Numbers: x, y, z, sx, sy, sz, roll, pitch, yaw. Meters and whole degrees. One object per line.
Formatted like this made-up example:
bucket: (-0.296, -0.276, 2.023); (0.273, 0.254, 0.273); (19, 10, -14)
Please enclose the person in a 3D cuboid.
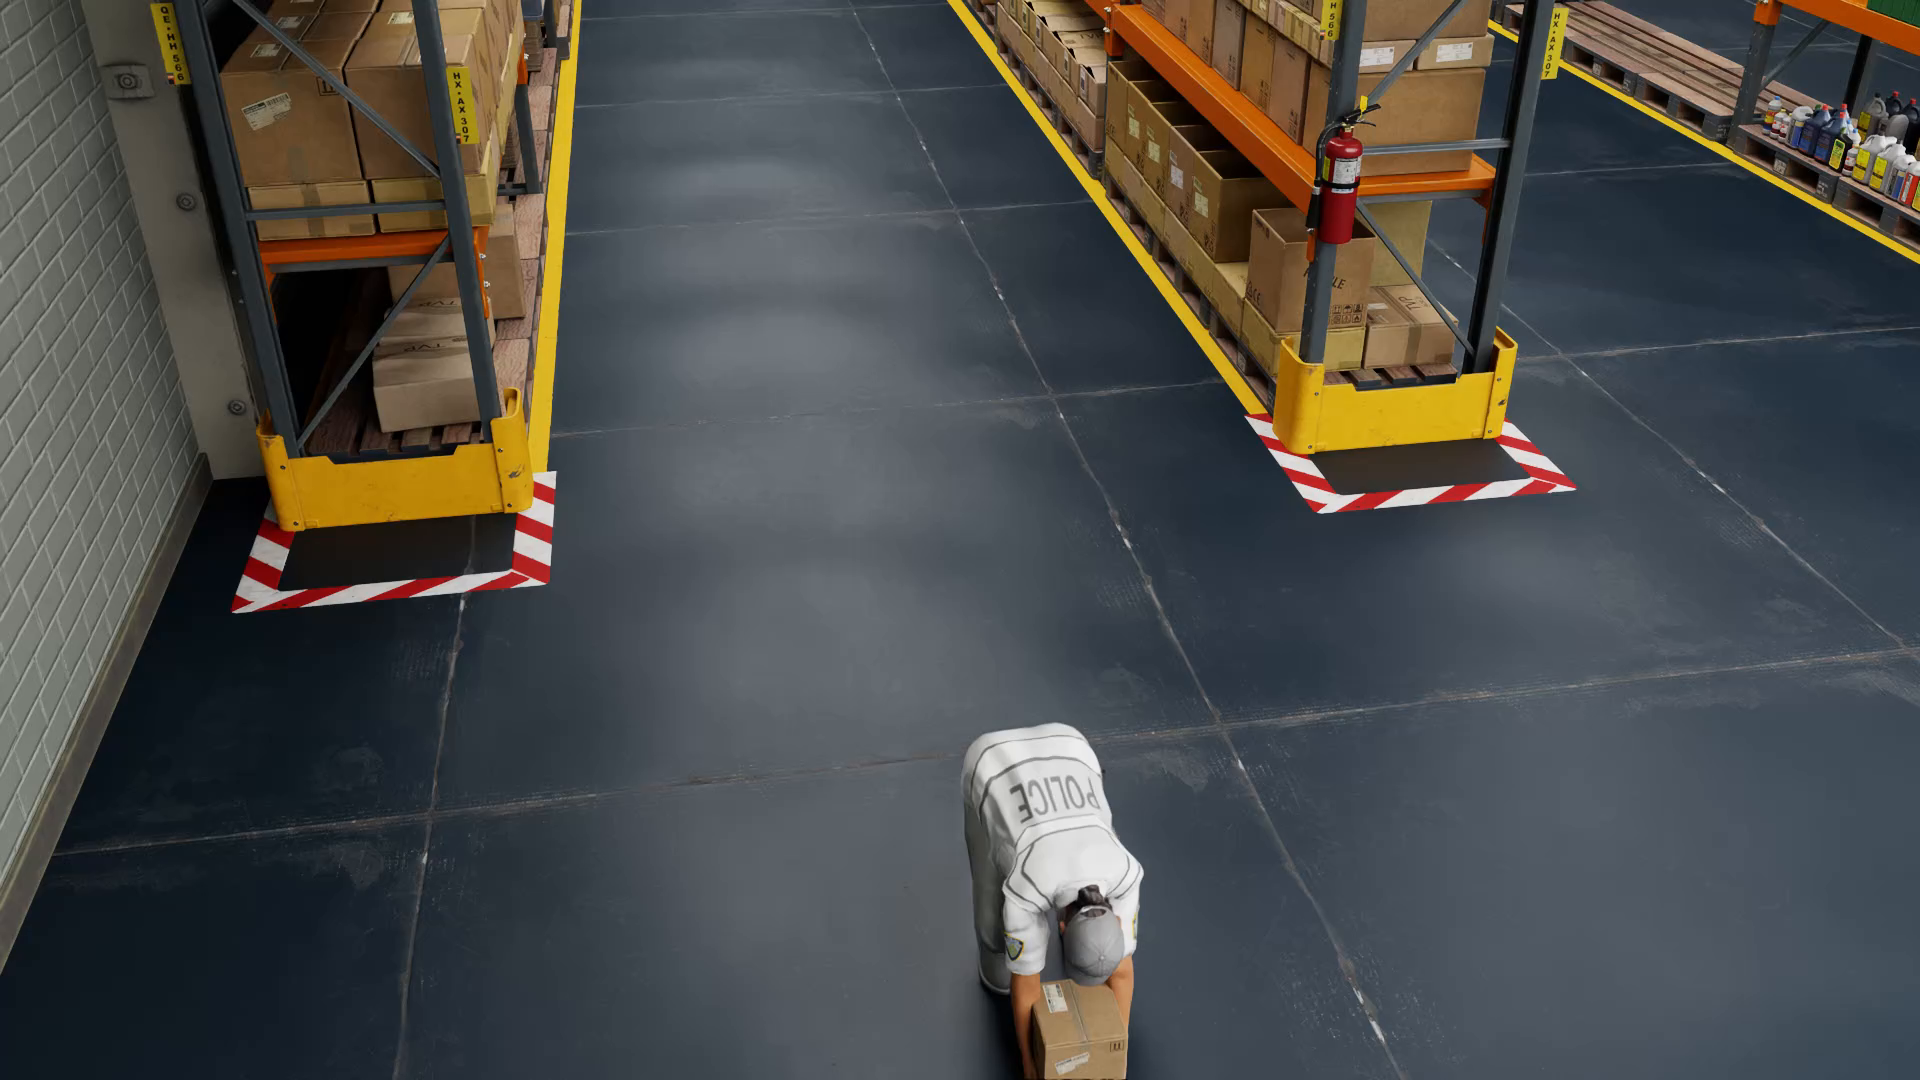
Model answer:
person: (0.295, 1.096, 5.120); (0.522, 0.844, 0.941); (-7, 31, -11)
